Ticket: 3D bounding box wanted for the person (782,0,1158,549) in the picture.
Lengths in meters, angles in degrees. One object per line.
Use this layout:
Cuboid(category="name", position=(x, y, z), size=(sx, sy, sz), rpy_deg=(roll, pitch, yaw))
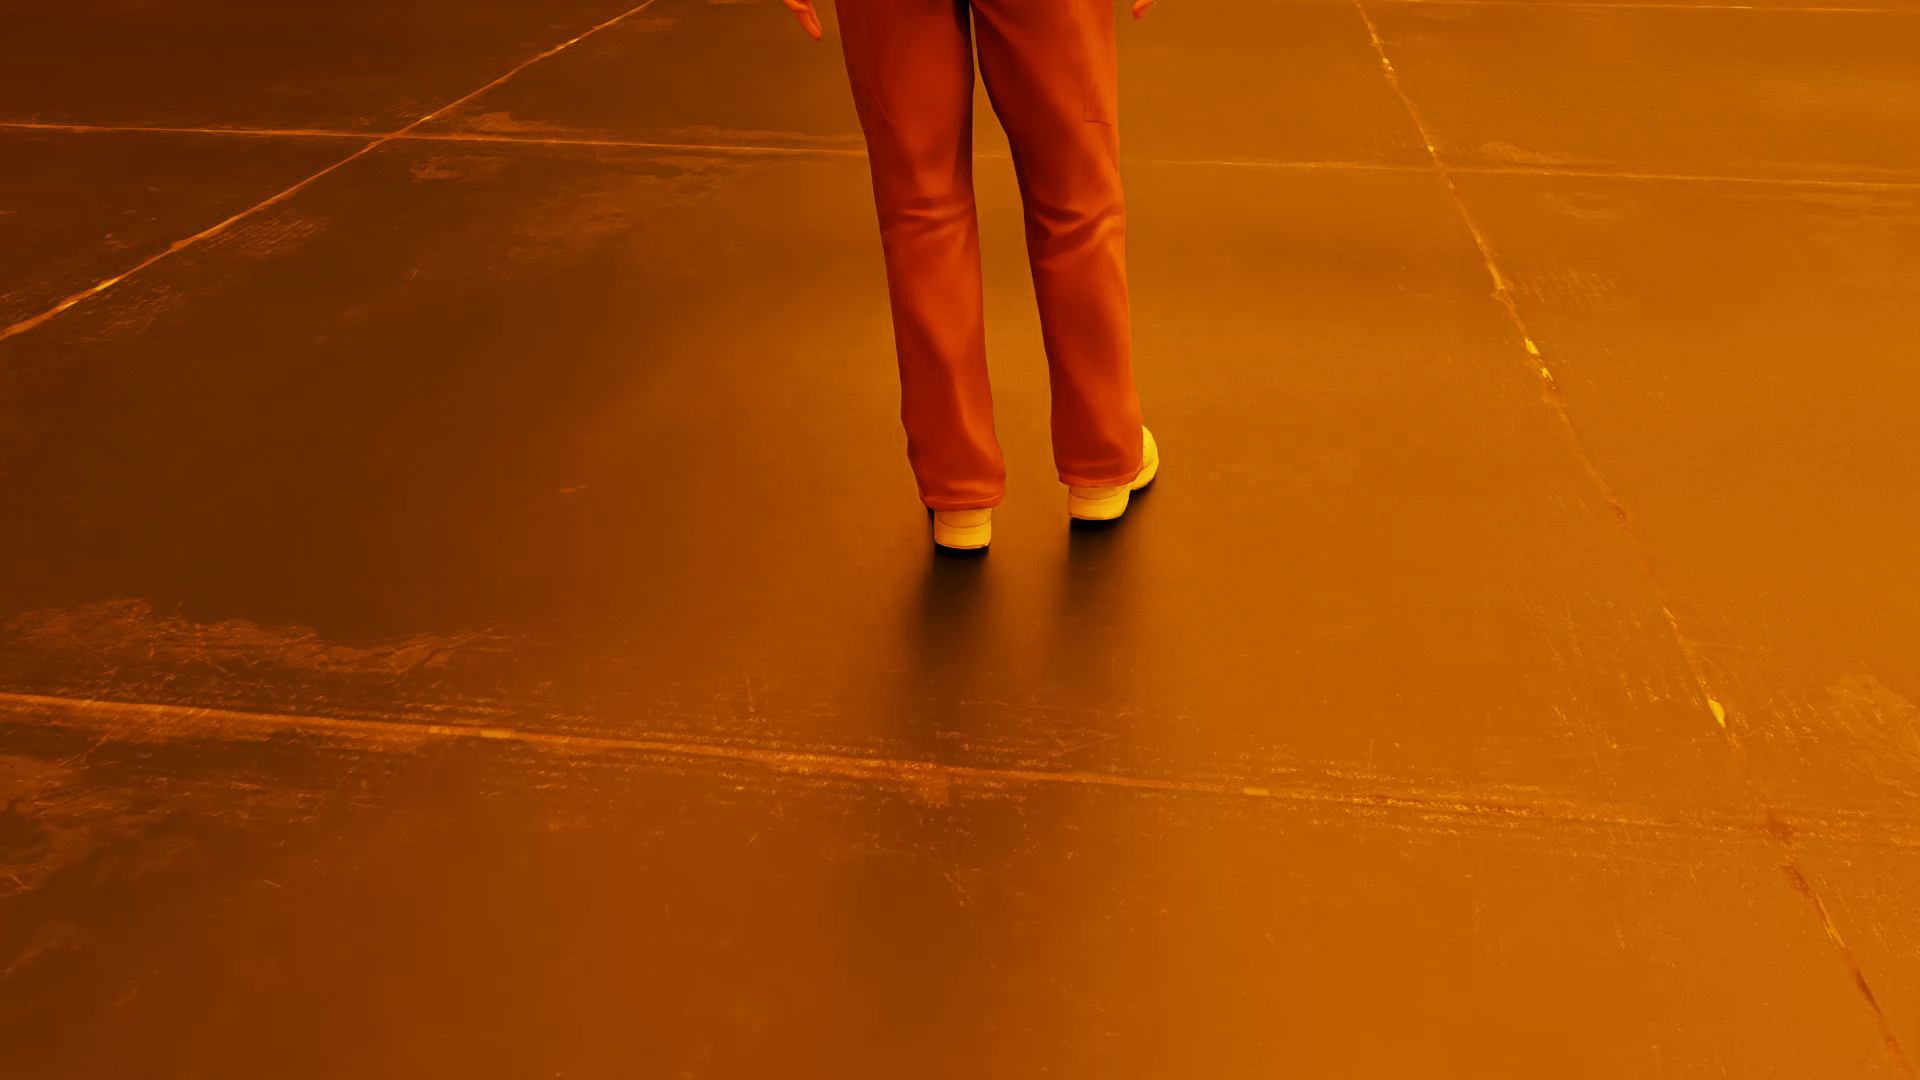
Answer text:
Cuboid(category="person", position=(0.021, -0.788, 2.187), size=(0.553, 1.675, 0.549), rpy_deg=(3, 27, 7))
